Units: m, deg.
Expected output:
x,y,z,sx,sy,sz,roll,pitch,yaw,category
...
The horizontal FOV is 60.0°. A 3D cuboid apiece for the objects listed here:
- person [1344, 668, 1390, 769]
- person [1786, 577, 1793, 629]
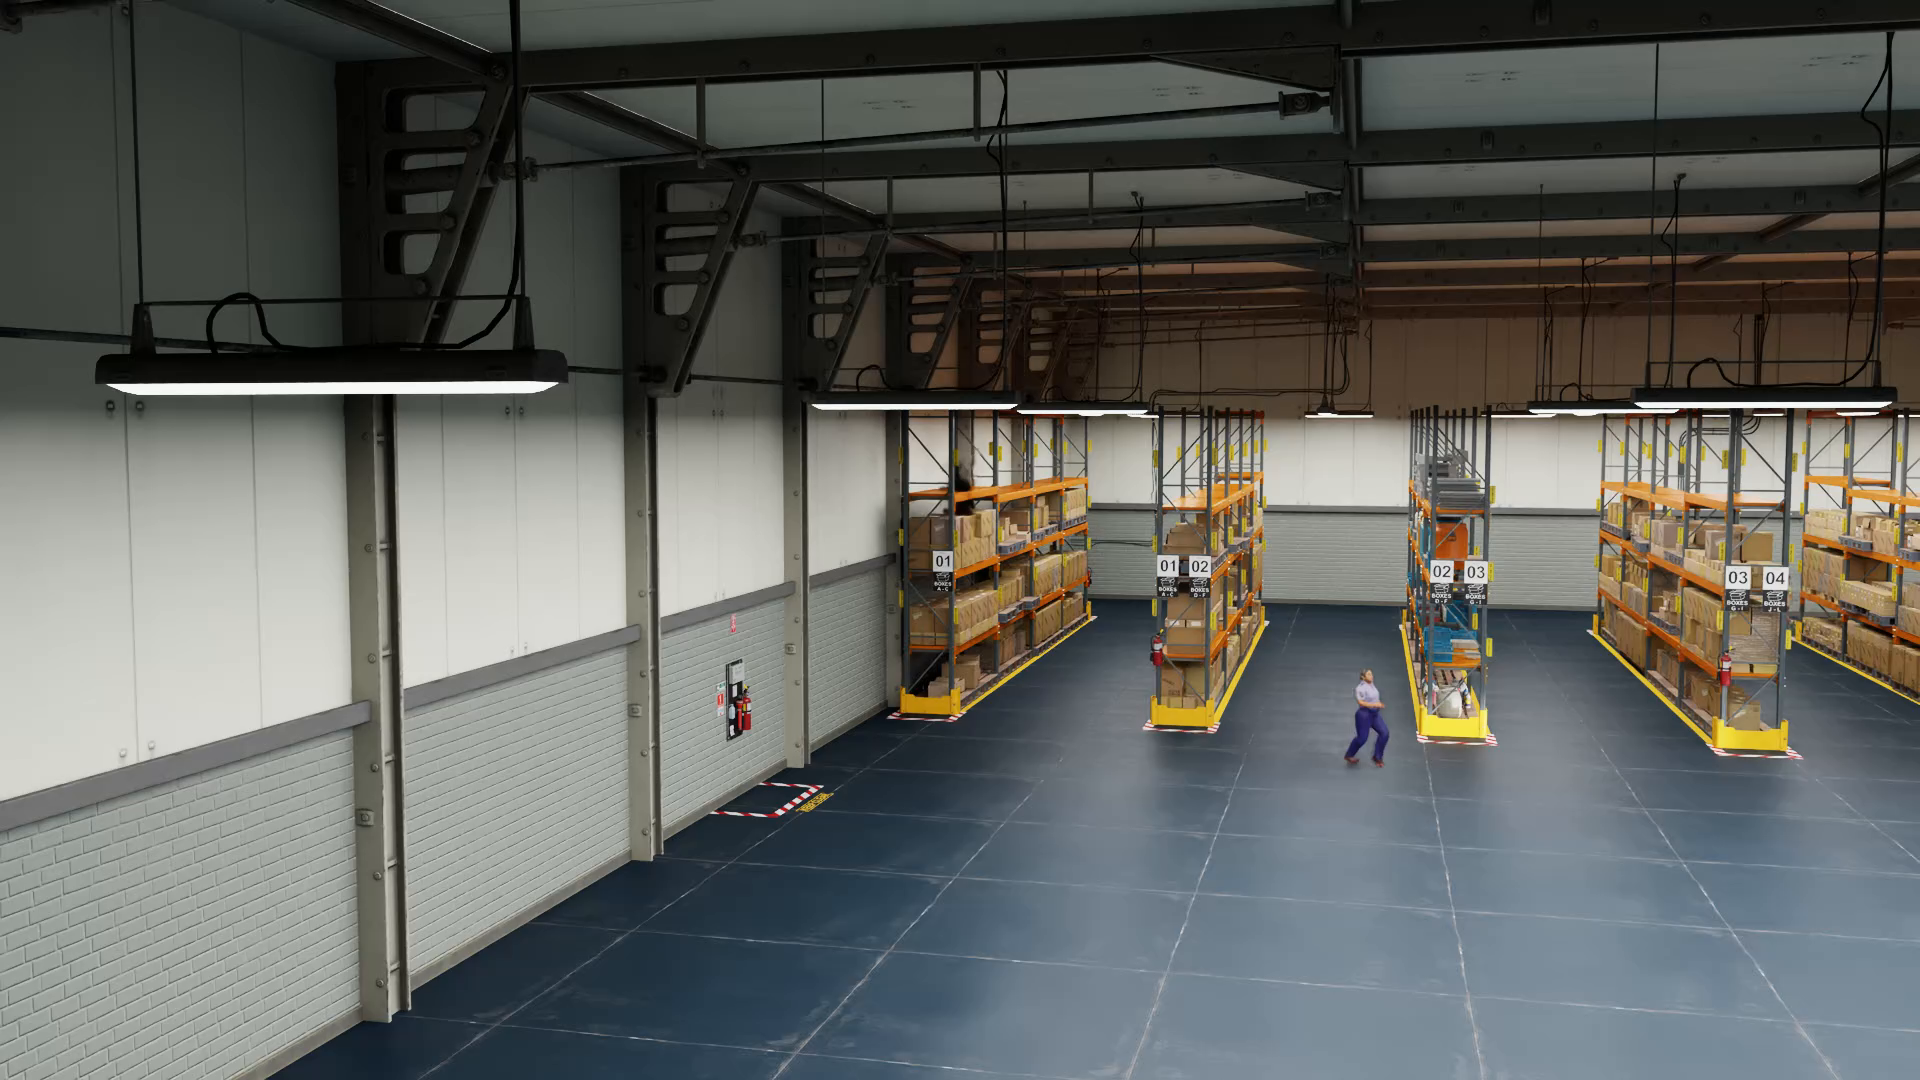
x,y,z,sx,sy,sz,roll,pitch,yaw,category
6.742,2.954,27.536,0.608,1.683,0.733,-4,6,-44,person
22.195,1.730,44.674,0.572,1.573,0.660,0,4,3,person
